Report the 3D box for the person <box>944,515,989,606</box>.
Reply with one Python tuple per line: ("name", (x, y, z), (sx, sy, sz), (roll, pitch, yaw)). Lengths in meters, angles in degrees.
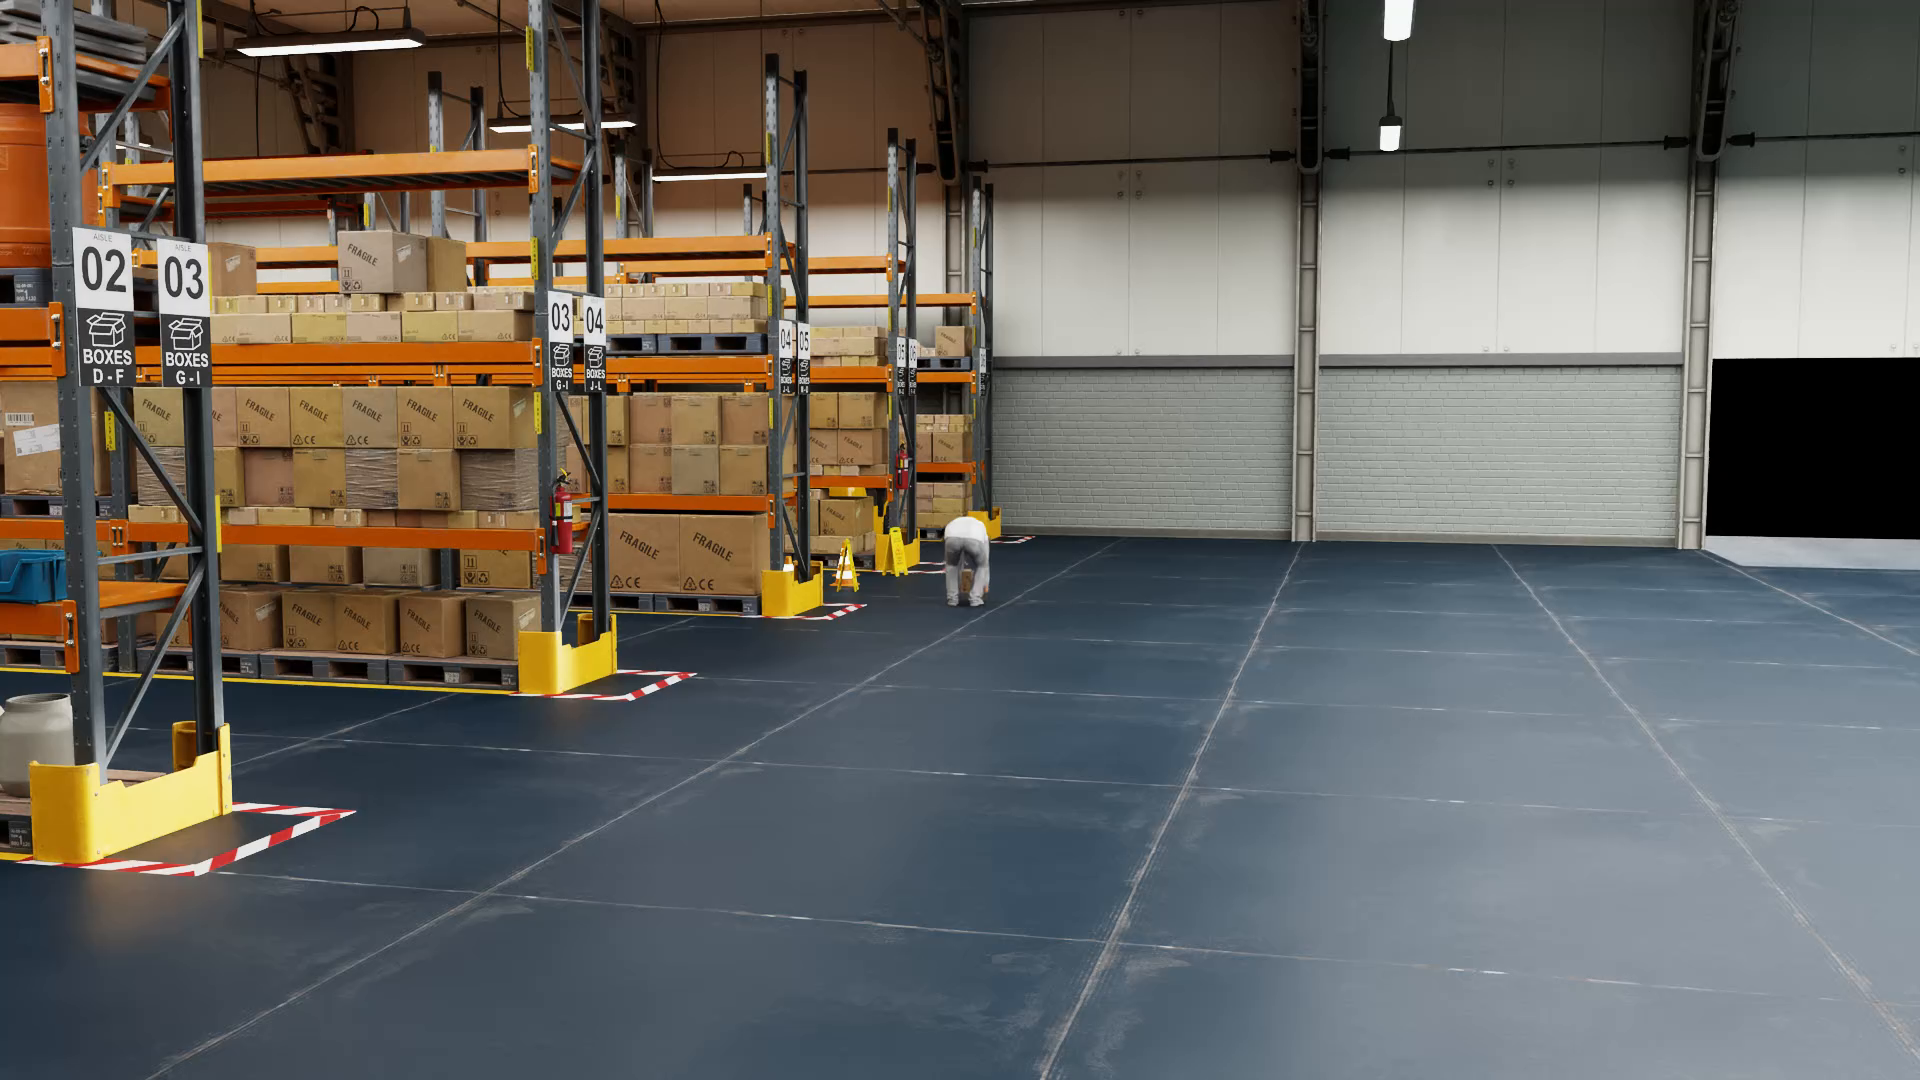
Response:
("person", (0.096, 0.216, 19.227), (0.500, 1.028, 1.003), (1, 5, 11))
